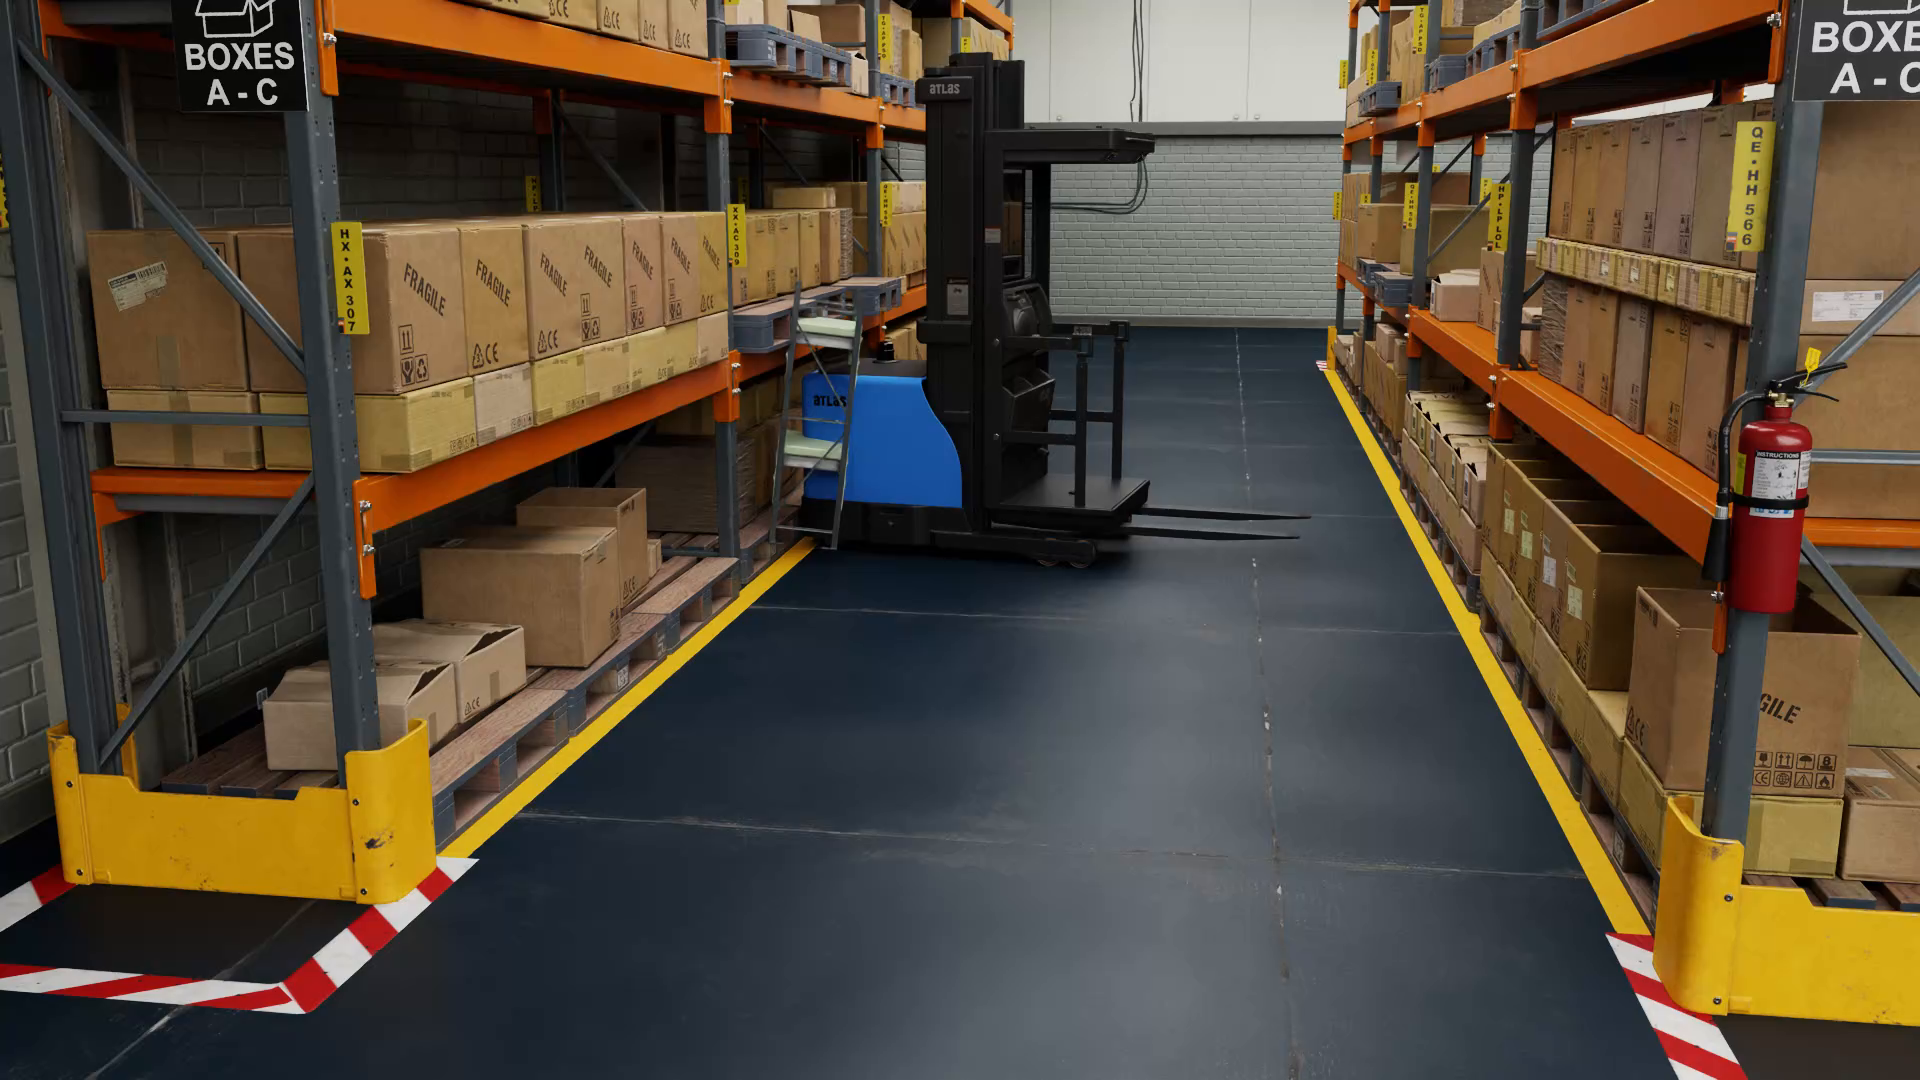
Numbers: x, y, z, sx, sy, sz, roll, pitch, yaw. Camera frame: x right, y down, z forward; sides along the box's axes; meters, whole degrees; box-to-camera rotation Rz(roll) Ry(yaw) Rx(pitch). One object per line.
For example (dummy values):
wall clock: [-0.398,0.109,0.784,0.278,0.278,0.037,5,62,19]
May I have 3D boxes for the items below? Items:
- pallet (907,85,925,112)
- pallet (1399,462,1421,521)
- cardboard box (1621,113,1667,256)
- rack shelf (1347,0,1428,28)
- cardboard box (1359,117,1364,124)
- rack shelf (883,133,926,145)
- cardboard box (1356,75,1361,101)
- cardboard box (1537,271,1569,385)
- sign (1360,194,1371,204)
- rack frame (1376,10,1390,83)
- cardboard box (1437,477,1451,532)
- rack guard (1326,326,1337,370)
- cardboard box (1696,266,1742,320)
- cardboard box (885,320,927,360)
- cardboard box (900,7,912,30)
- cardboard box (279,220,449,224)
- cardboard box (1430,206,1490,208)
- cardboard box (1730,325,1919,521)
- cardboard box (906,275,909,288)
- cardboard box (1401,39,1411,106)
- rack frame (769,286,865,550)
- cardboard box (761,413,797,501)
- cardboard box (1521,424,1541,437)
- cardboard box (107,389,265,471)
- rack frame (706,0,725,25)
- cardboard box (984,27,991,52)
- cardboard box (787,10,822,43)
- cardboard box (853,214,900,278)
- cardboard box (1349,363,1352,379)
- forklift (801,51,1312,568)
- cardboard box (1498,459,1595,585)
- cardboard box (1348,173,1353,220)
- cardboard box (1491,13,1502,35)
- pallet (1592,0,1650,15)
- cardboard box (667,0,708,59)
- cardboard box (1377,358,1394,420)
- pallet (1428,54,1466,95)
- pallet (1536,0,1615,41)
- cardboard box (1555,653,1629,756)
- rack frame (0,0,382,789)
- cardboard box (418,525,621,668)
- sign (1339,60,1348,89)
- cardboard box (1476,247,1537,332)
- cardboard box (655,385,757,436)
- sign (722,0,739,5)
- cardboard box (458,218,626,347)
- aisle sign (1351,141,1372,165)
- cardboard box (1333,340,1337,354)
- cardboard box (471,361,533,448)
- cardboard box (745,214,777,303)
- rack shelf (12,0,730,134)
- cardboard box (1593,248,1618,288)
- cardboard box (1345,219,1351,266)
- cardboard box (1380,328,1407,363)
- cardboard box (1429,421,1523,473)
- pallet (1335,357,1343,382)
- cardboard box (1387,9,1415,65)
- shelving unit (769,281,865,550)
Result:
pallet: [-0.884,-3.771,14.199,1.003,0.211,1.213,2,12,11]
pallet: [3.630,-0.335,11.547,1.003,0.211,1.213,2,12,9]
cardboard box: [2.887,-1.313,6.148,0.700,0.500,0.500,2,12,9]
rack shelf: [4.718,-5.697,17.283,1.077,0.370,4.000,2,12,9]
cardboard box: [4.378,-4.412,17.082,0.500,0.250,0.500,2,12,9]
rack shelf: [-0.177,-4.392,18.339,1.077,0.370,4.000,2,12,9]
cardboard box: [4.454,-4.761,17.512,0.500,0.250,0.500,2,12,9]
cardboard box: [3.118,-0.992,7.739,0.700,0.500,0.500,2,12,7]
sign: [3.873,-3.140,15.890,0.100,0.325,0.005,2,12,9]
rack frame: [4.410,-5.634,15.275,1.000,3.000,0.127,2,12,9]
cardboard box: [3.115,-0.204,9.851,0.500,0.250,0.500,2,12,10]
rack guard: [5.014,-2.296,19.960,1.175,0.500,0.348,2,12,9]
cardboard box: [2.513,-0.763,5.134,0.380,0.149,0.250,2,12,8]
cardboard box: [-0.716,-1.514,14.502,0.750,0.750,0.750,2,12,8]
cardboard box: [-0.750,-4.779,15.366,0.500,0.250,0.500,3,12,13]
cardboard box: [-2.306,-0.983,6.463,0.500,0.500,0.500,2,12,7]
cardboard box: [4.110,-2.441,13.468,0.700,0.500,0.500,4,13,19]
cardboard box: [2.649,-0.349,4.754,0.700,0.500,0.500,2,12,9]
cardboard box: [-0.650,-2.245,14.339,0.380,0.149,0.250,2,12,10]
cardboard box: [3.987,-3.690,13.138,0.910,0.500,0.500,2,12,9]
rack frame: [-0.833,-0.693,9.641,0.400,1.500,0.023,6,11,-6]
cardboard box: [-1.470,-0.556,10.844,0.700,0.500,0.500,2,12,9]
cardboard box: [3.725,-0.569,10.213,0.500,0.311,0.500,2,12,10]
cardboard box: [-2.450,-0.403,5.551,0.500,0.250,0.500,2,12,9]
rack frame: [-1.715,-4.128,8.288,1.000,3.000,0.127,2,12,9]
cardboard box: [0.045,-5.224,17.836,0.500,0.500,0.500,2,12,9]
cardboard box: [-1.391,-3.288,11.217,0.797,0.503,0.637,4,13,17]
cardboard box: [-0.772,-2.325,13.171,0.500,0.500,0.500,2,12,10]
cardboard box: [4.216,-1.730,17.125,0.380,0.149,0.250,2,12,9]
forklift: [0.596,-1.393,9.999,3.031,2.935,1.130,4,13,17]
cardboard box: [2.730,-0.073,7.461,0.500,0.500,0.500,2,12,9]
cardboard box: [4.542,-3.774,18.277,0.500,0.500,0.500,2,12,9]
cardboard box: [3.718,-3.261,10.743,0.500,0.250,0.500,2,12,10]
pallet: [2.884,-2.027,5.870,1.003,0.211,1.213,2,12,9]
cardboard box: [-1.549,-2.607,8.064,0.500,0.500,0.500,2,12,10]
cardboard box: [3.862,-1.281,14.206,0.500,0.500,0.500,1,12,7]
pallet: [3.779,-3.098,11.078,1.213,0.211,1.003,2,12,11]
pallet: [3.074,-2.280,7.045,1.003,0.211,1.213,2,12,9]
cardboard box: [2.496,0.606,6.091,0.500,0.250,0.500,2,12,9]
rack frame: [-2.330,-0.363,5.057,1.000,3.000,0.127,2,12,9]
cardboard box: [-1.885,0.233,7.180,0.700,0.500,0.500,1,12,5]
sign: [4.489,-5.445,19.444,0.100,0.325,0.005,2,12,9]
cardboard box: [3.553,-1.567,10.409,0.500,0.500,0.500,1,12,6]
cardboard box: [-1.554,-0.801,10.198,0.500,0.250,0.500,2,12,7]
sign: [-1.178,-2.899,8.476,0.100,0.325,0.005,2,12,9]
cardboard box: [-1.721,-1.073,6.882,0.500,0.500,0.500,2,12,10]
aisle sign: [4.746,-4.828,19.607,0.394,0.787,0.004,2,12,9]
cardboard box: [4.622,-2.279,19.672,0.380,0.149,0.250,2,12,9]
cardboard box: [-1.876,-0.499,5.998,0.500,0.250,0.500,1,12,7]
cardboard box: [-1.510,-1.680,9.889,0.700,0.500,0.500,3,13,14]
rack shelf: [-2.023,-1.894,6.748,1.077,0.370,4.000,2,12,9]
cardboard box: [2.753,-1.084,6.625,0.380,0.149,0.250,2,12,7]
cardboard box: [4.543,-3.287,18.387,0.500,0.500,0.500,2,12,8]
cardboard box: [3.865,-1.655,14.164,0.500,0.250,0.500,2,12,8]
cardboard box: [3.193,-0.581,10.270,0.500,0.311,0.500,2,12,8]
pallet: [4.892,-1.989,19.221,1.003,0.211,1.213,2,12,9]
cardboard box: [4.448,-4.808,15.950,0.700,0.500,0.500,2,12,9]
shelving unit: [-0.865,-0.764,9.999,0.431,1.500,0.755,6,11,-6]
